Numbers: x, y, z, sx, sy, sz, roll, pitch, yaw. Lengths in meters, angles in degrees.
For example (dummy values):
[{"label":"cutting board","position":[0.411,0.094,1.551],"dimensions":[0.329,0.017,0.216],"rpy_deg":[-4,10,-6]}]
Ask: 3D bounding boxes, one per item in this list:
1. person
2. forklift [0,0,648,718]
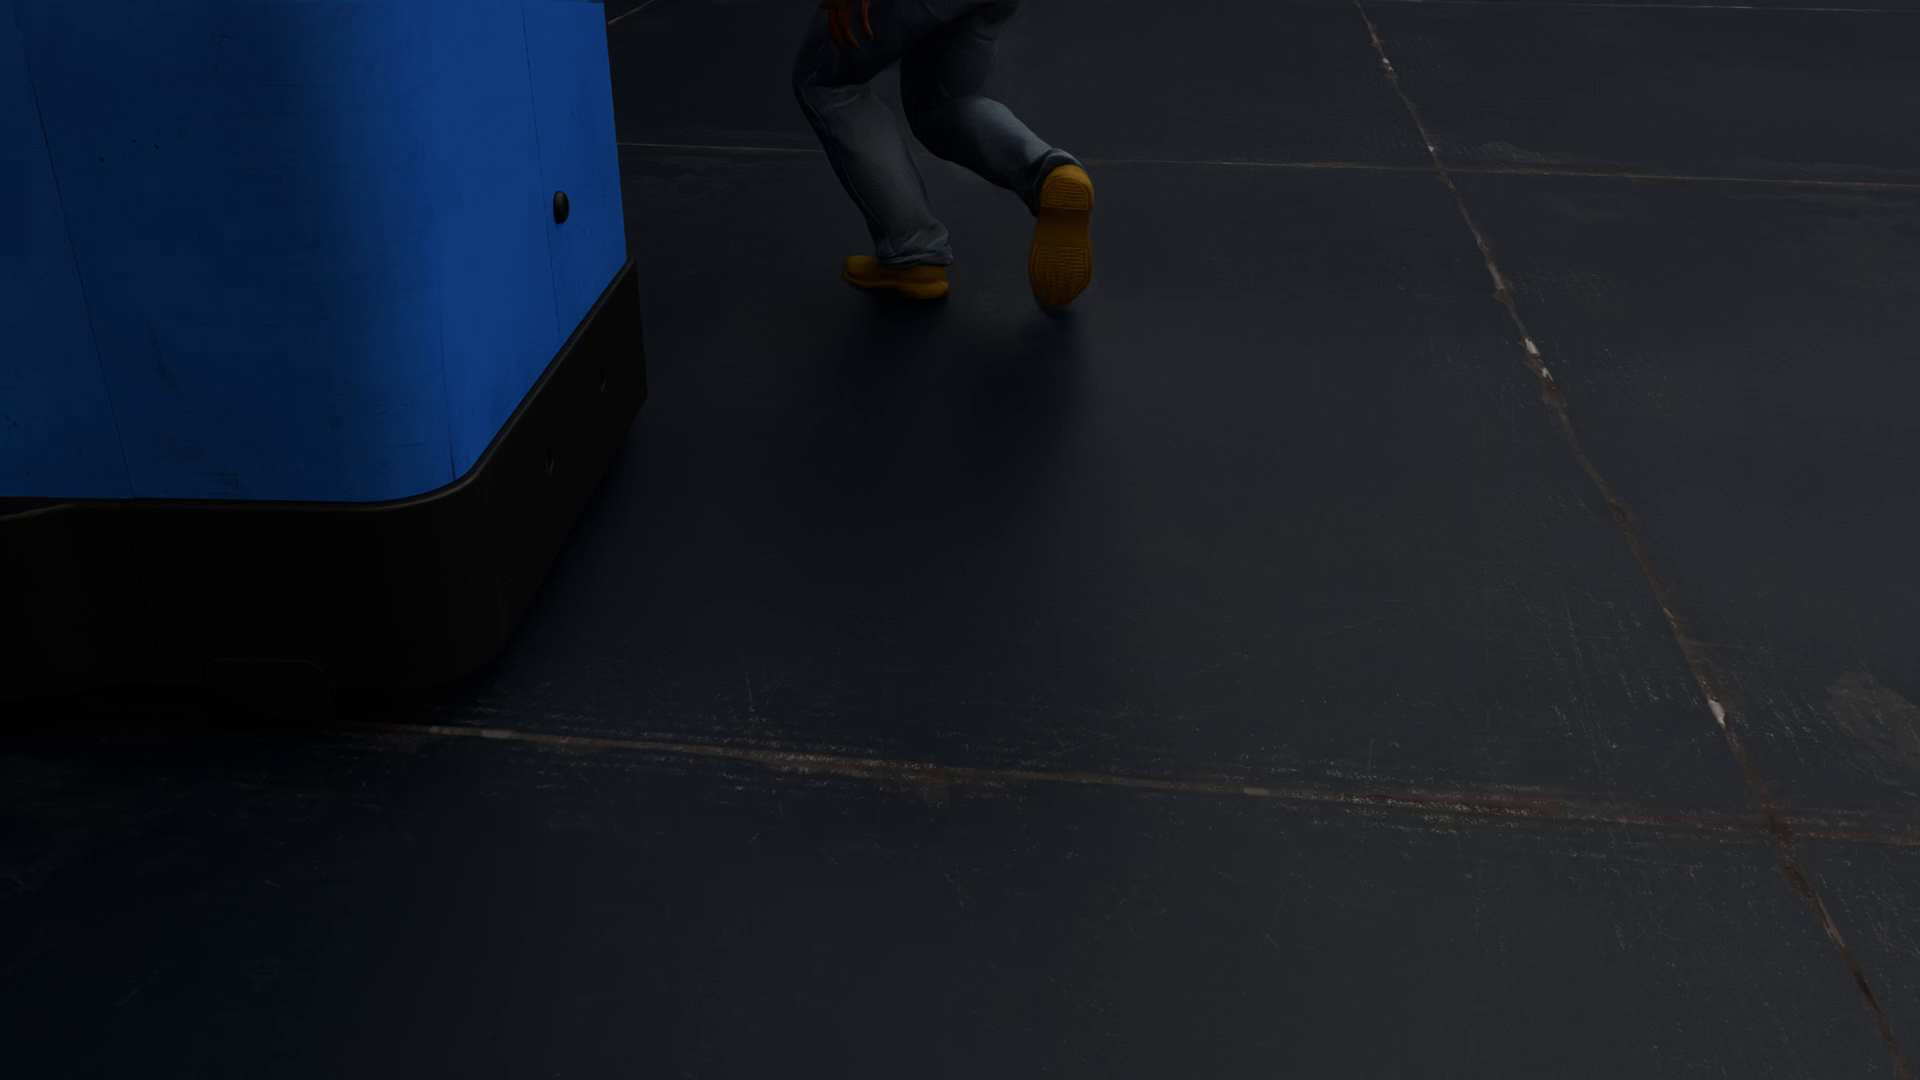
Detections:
[{"label":"person","position":[-0.061,-1.198,3.203],"dimensions":[0.718,1.546,0.732],"rpy_deg":[16,31,29]},{"label":"forklift","position":[-2.062,-1.328,1.879],"dimensions":[3.031,2.935,1.130],"rpy_deg":[1,27,2]}]
